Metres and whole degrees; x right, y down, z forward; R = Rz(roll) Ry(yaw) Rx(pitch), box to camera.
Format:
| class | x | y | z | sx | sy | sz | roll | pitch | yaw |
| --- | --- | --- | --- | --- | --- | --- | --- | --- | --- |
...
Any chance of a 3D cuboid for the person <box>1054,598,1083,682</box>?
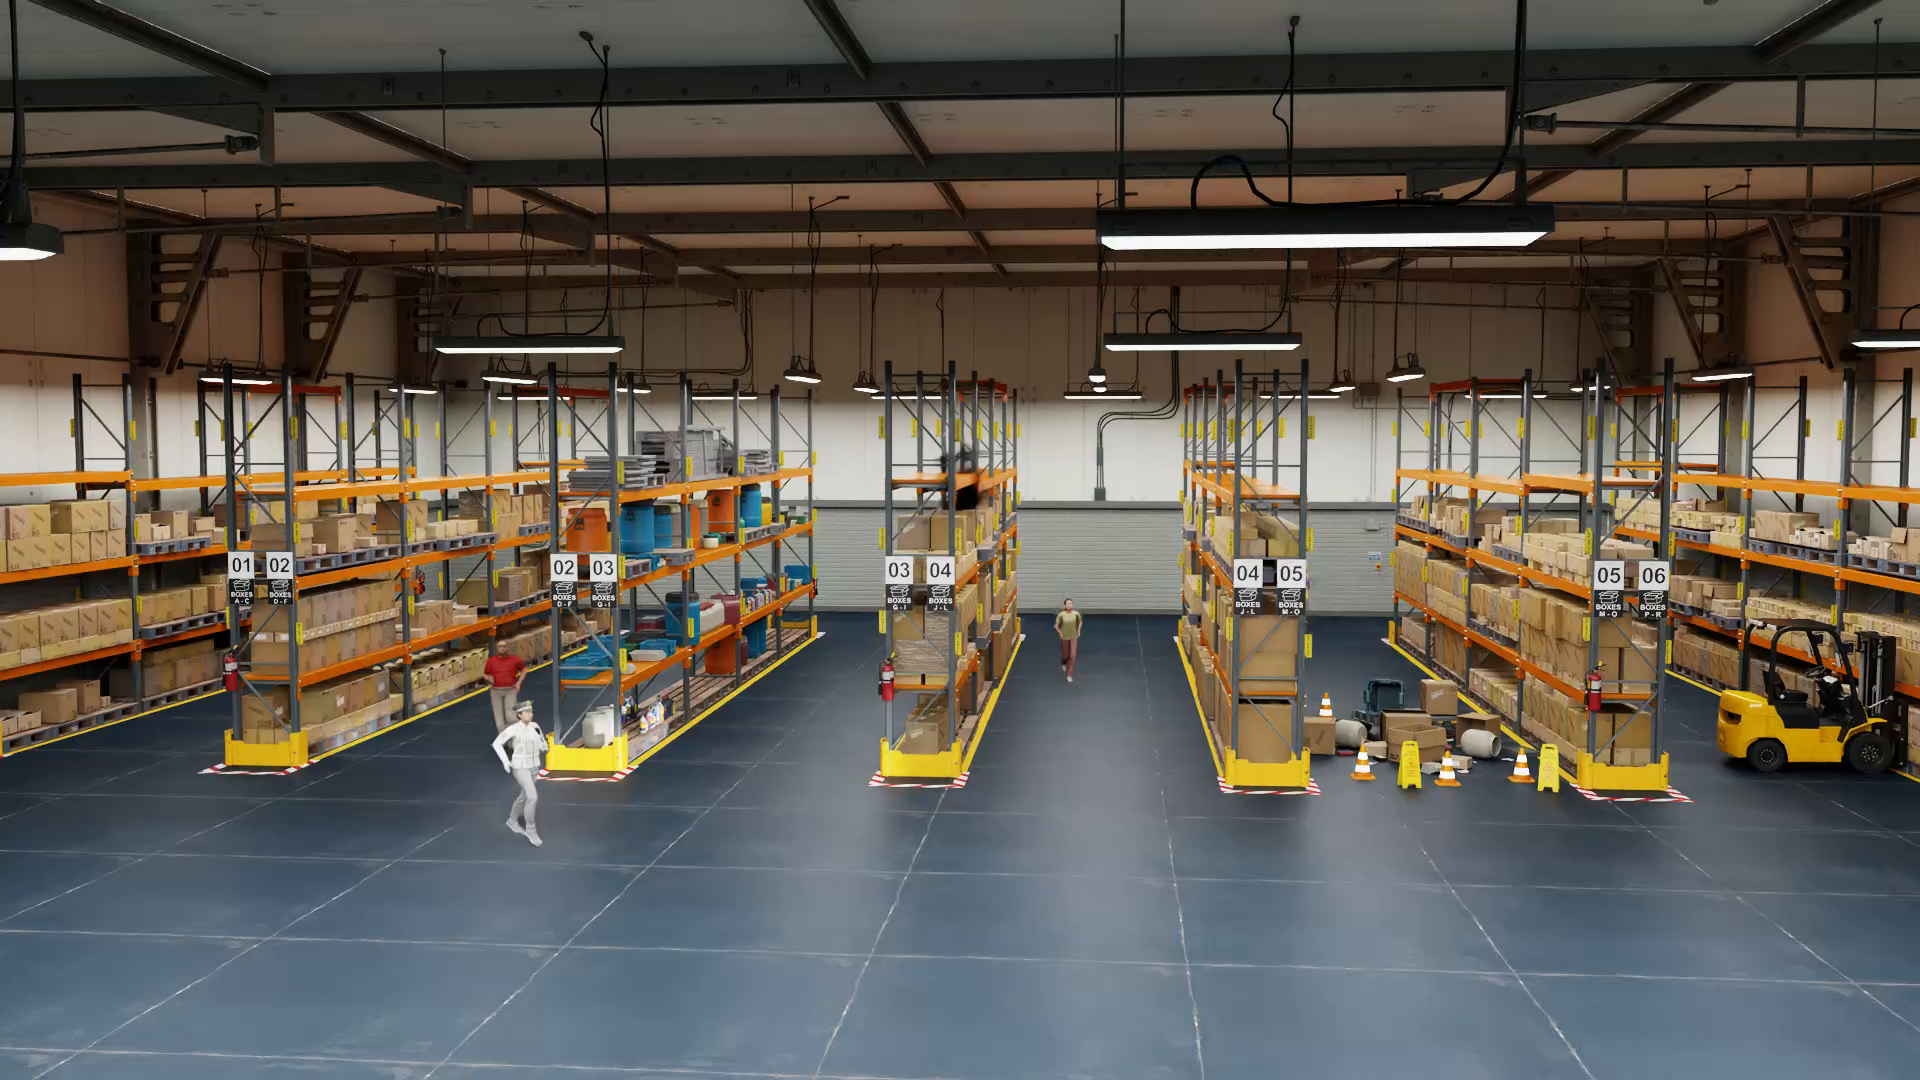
| class | x | y | z | sx | sy | sz | roll | pitch | yaw |
| --- | --- | --- | --- | --- | --- | --- | --- | --- | --- |
| person | 2.191 | 1.994 | 33.441 | 0.579 | 1.654 | 0.791 | 0 | 4 | -3 |

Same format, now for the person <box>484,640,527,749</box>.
| class | x | y | z | sx | sy | sz | roll | pitch | yaw |
| --- | --- | --- | --- | --- | --- | --- | --- | --- | --- |
| person | -7.152 | 2.442 | 26.090 | 0.645 | 1.733 | 0.651 | 0 | 4 | -7 |

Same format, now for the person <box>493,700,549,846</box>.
| class | x | y | z | sx | sy | sz | roll | pitch | yaw |
| --- | --- | --- | --- | --- | --- | --- | --- | --- | --- |
| person | -5.314 | 2.820 | 20.299 | 0.761 | 1.750 | 0.583 | 2 | 4 | 30 |
